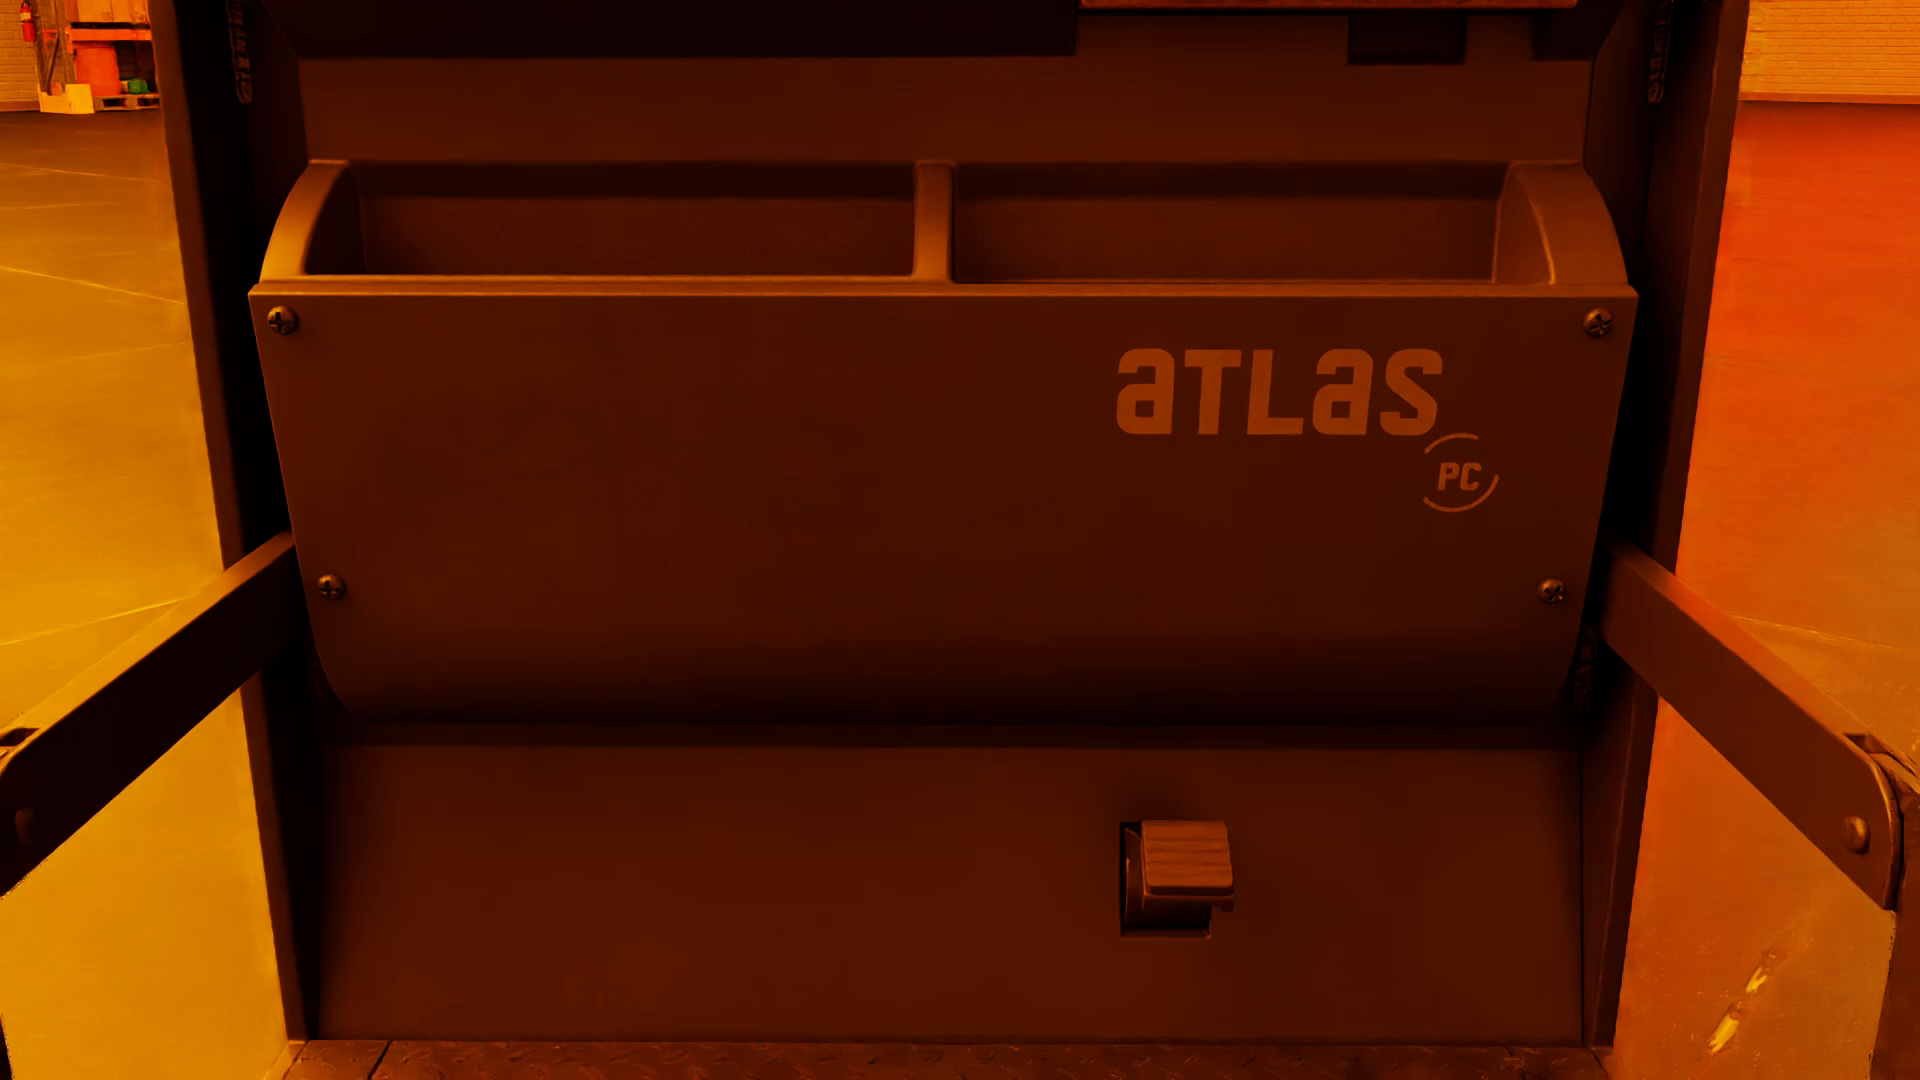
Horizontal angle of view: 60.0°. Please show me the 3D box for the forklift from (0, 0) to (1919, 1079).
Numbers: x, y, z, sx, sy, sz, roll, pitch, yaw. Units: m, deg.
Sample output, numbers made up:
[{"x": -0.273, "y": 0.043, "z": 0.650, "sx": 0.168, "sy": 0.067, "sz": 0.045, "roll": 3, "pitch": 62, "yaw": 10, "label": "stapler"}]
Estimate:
[{"x": -0.012, "y": -0.590, "z": 0.839, "sx": 1.130, "sy": 2.935, "sz": 3.031, "roll": 0, "pitch": 17, "yaw": 1, "label": "forklift"}]
